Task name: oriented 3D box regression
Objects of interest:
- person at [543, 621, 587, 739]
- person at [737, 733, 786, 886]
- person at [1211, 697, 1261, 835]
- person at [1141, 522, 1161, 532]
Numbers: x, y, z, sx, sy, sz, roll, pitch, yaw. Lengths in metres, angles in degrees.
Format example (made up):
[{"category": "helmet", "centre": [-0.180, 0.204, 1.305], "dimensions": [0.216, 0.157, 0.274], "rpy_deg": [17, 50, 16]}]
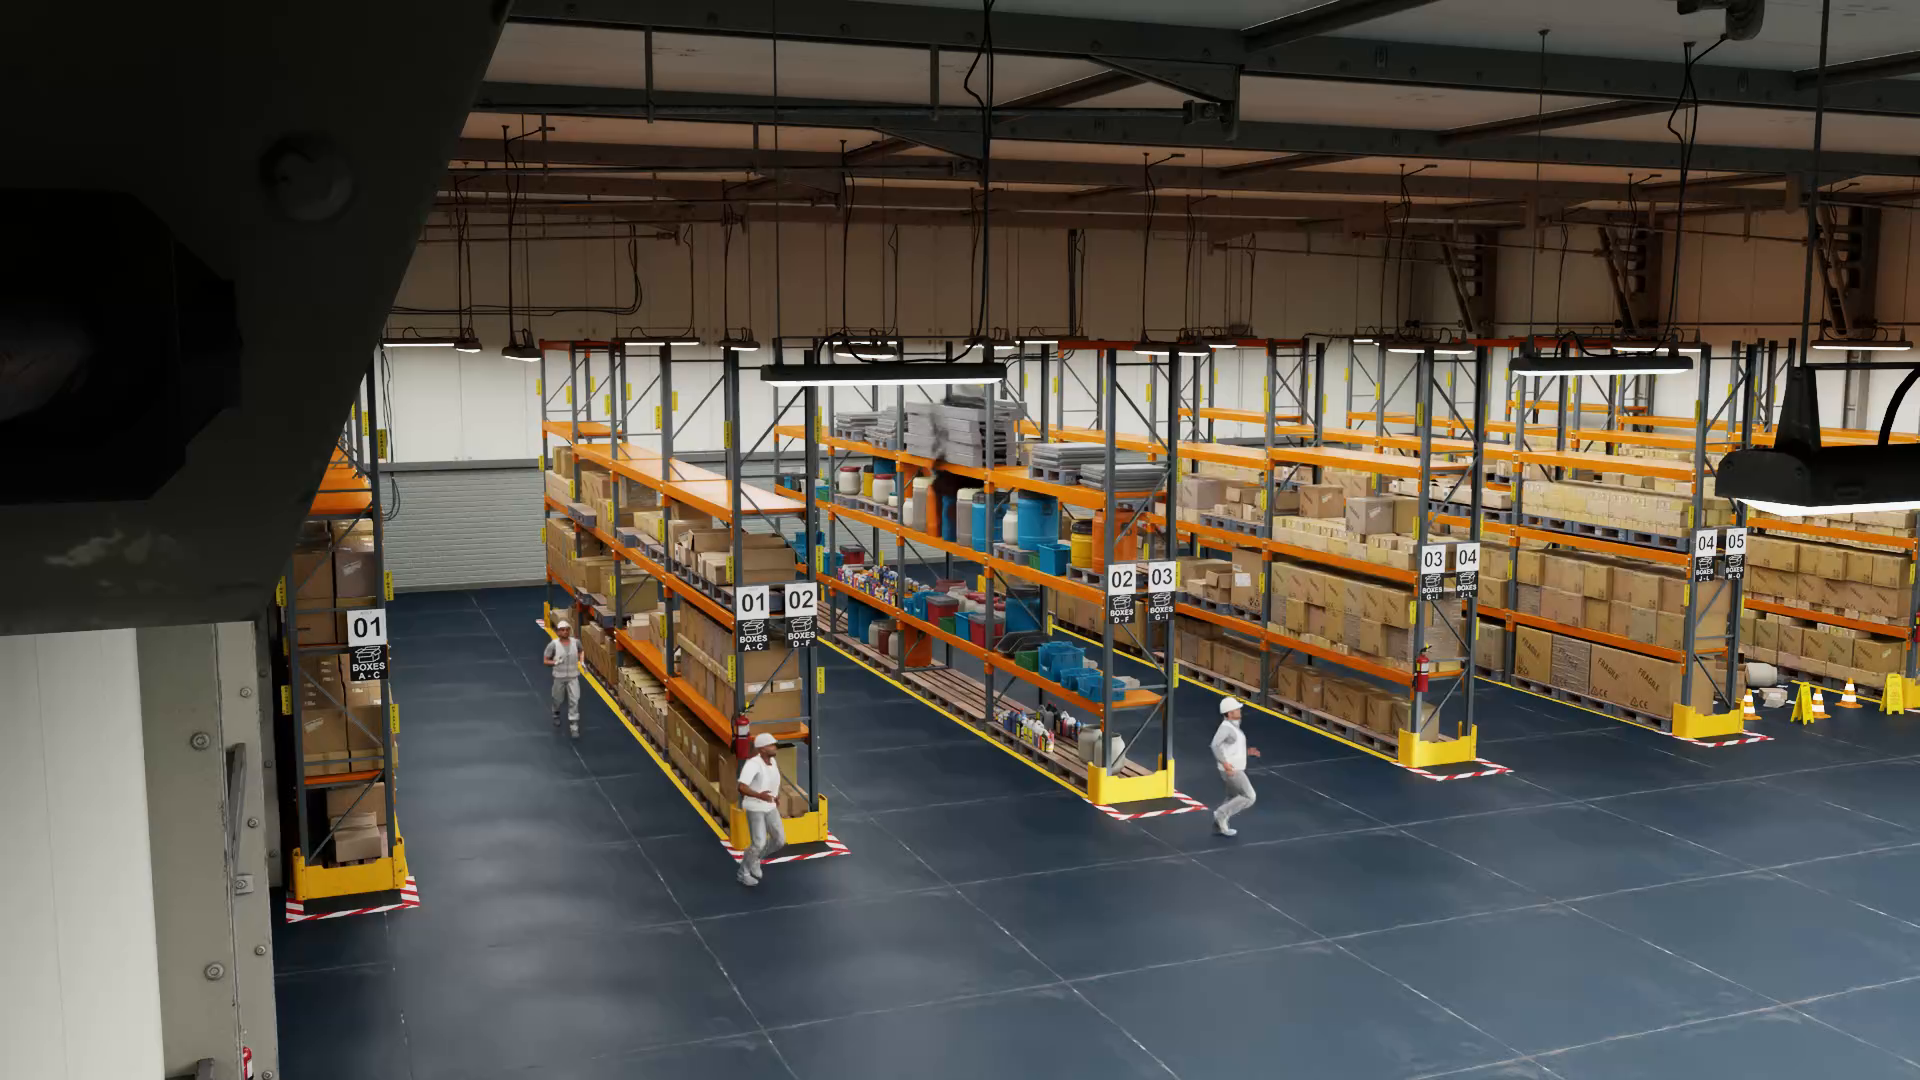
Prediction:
[{"category": "person", "centre": [-6.053, 2.112, 25.526], "dimensions": [0.668, 1.765, 0.998], "rpy_deg": [-3, 8, -23]}, {"category": "person", "centre": [-2.209, 3.036, 18.905], "dimensions": [0.566, 1.688, 0.702], "rpy_deg": [5, 9, 32]}, {"category": "person", "centre": [3.410, 2.807, 20.541], "dimensions": [0.592, 1.733, 0.649], "rpy_deg": [2, 8, 13]}, {"category": "person", "centre": [4.613, 0.185, 41.045], "dimensions": [0.544, 1.678, 0.716], "rpy_deg": [-5, 9, -36]}]
